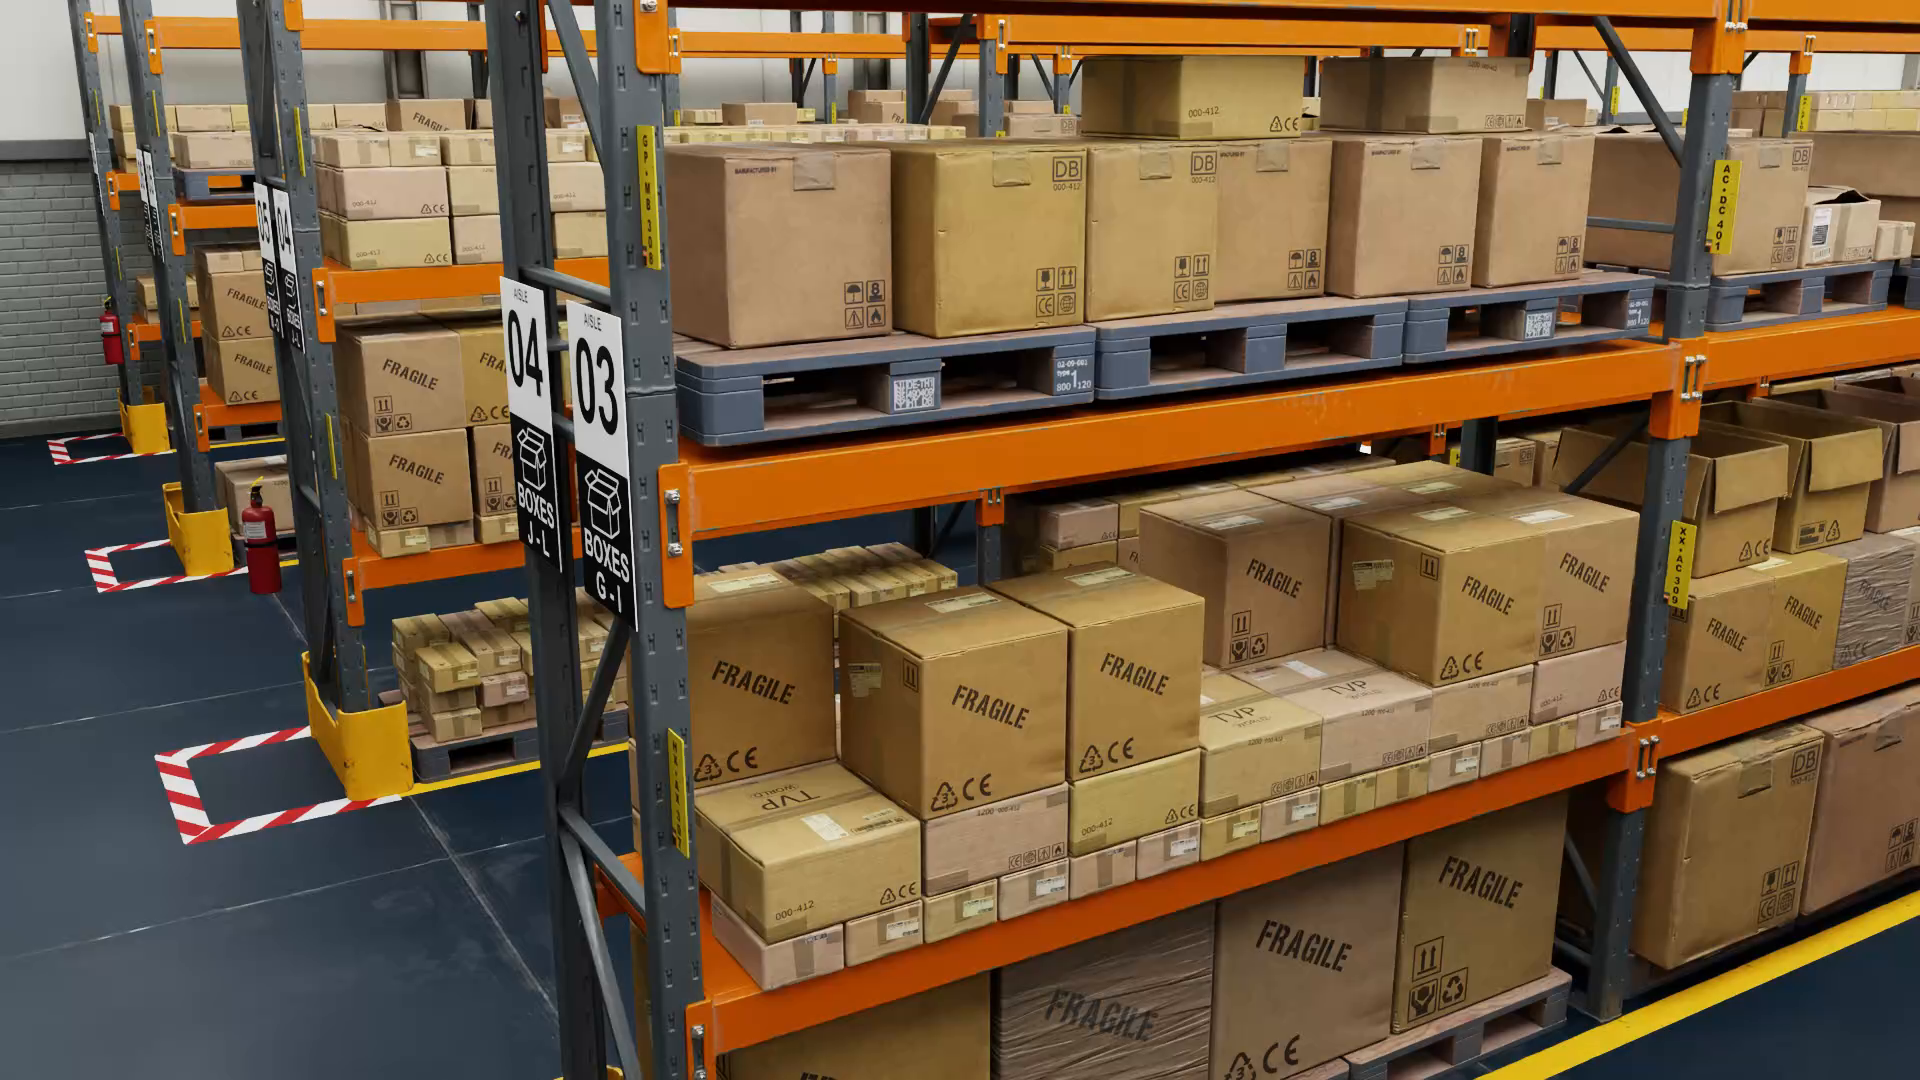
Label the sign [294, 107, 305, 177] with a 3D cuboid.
[{"bbox_3d":[-3.193,-1.924,8.039,0.005,0.325,0.100,-9,18,-30],"label":"sign"}]

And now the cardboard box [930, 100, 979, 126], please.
[{"bbox_3d":[-0.002,-3.941,15.889,0.500,0.500,0.700,-10,19,-32],"label":"cardboard box"}]

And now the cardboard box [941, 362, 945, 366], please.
[{"bbox_3d":[-0.308,-1.285,10.348,0.500,0.500,0.500,-10,18,-32],"label":"cardboard box"}]

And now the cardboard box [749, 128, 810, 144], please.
[{"bbox_3d":[-1.061,-2.292,9.583,0.250,0.149,0.380,-10,19,-32],"label":"cardboard box"}]

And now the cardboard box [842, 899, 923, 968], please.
[{"bbox_3d":[-0.312,1.089,4.932,0.250,0.149,0.380,-10,18,-31],"label":"cardboard box"}]

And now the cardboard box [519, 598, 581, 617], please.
[{"bbox_3d":[-2.494,0.459,10.116,0.250,0.149,0.380,-10,19,-32],"label":"cardboard box"}]

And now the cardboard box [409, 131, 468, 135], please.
[{"bbox_3d":[-2.858,-2.151,9.080,0.250,0.149,0.380,-10,18,-31],"label":"cardboard box"}]

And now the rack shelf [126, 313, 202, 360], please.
[{"bbox_3d":[-6.954,-2.395,18.229,4.000,0.370,1.077,-9,18,-30],"label":"rack shelf"}]

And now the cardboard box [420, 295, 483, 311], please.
[{"bbox_3d":[-4.247,-2.062,13.671,0.500,0.500,0.500,-9,18,-29],"label":"cardboard box"}]

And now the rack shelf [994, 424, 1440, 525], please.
[{"bbox_3d":[1.670,-0.672,12.082,4.000,0.370,1.077,-9,18,-30],"label":"rack shelf"}]

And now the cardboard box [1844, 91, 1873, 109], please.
[{"bbox_3d":[7.736,-3.853,14.564,0.250,0.149,0.380,-9,18,-30],"label":"cardboard box"}]

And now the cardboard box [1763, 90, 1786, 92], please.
[{"bbox_3d":[7.395,-4.004,15.105,0.250,0.149,0.380,-9,18,-30],"label":"cardboard box"}]

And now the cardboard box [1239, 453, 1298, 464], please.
[{"bbox_3d":[2.234,-0.546,12.763,0.500,0.250,0.500,-9,18,-30],"label":"cardboard box"}]

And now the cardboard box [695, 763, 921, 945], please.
[{"bbox_3d":[-0.455,0.902,4.861,0.500,0.250,0.500,-10,18,-31],"label":"cardboard box"}]

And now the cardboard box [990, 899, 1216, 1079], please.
[{"bbox_3d":[0.282,1.564,5.930,0.875,0.875,0.875,-9,18,-30],"label":"cardboard box"}]

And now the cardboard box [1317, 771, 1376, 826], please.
[{"bbox_3d":[1.230,0.839,5.824,0.250,0.149,0.380,-10,18,-31],"label":"cardboard box"}]

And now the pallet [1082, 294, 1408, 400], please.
[{"bbox_3d":[0.672,-0.700,5.458,1.213,0.211,1.003,-9,18,-30],"label":"pallet"}]

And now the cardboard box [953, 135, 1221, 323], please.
[{"bbox_3d":[0.376,-0.984,5.155,0.500,0.500,0.700,-11,19,-33],"label":"cardboard box"}]

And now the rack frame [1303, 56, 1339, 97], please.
[{"bbox_3d":[4.177,-5.872,18.186,0.127,3.000,1.000,-9,18,-30],"label":"rack frame"}]

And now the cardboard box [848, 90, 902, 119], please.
[{"bbox_3d":[-1.064,-5.363,20.777,0.500,0.500,0.500,-9,18,-29],"label":"cardboard box"}]

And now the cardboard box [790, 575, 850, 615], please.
[{"bbox_3d":[-0.886,0.352,10.497,0.250,0.149,0.380,-9,18,-28],"label":"cardboard box"}]

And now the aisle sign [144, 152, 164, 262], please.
[{"bbox_3d":[-6.021,-2.490,12.419,0.004,0.787,0.394,-9,18,-30],"label":"aisle sign"}]

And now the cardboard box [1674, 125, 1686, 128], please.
[{"bbox_3d":[6.167,-3.456,14.410,0.396,0.266,0.258,-10,18,-31],"label":"cardboard box"}]

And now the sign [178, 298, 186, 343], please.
[{"bbox_3d":[-5.828,-1.641,12.457,0.005,0.325,0.100,-9,18,-30],"label":"sign"}]

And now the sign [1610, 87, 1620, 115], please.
[{"bbox_3d":[7.875,-5.279,19.987,0.005,0.325,0.100,-9,18,-30],"label":"sign"}]

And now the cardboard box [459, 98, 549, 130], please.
[{"bbox_3d":[-3.820,-3.421,13.844,0.637,0.503,0.797,-8,17,-25],"label":"cardboard box"}]

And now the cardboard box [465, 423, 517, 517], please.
[{"bbox_3d":[-2.500,-0.454,9.237,0.500,0.500,0.500,-9,18,-30],"label":"cardboard box"}]

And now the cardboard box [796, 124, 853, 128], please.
[{"bbox_3d":[-0.855,-2.483,10.264,0.250,0.149,0.380,-9,18,-30],"label":"cardboard box"}]

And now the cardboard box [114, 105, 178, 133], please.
[{"bbox_3d":[-8.159,-4.223,16.661,0.500,0.250,0.500,-9,18,-30],"label":"cardboard box"}]

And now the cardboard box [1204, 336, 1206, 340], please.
[{"bbox_3d":[1.763,-1.461,12.151,0.250,0.149,0.380,-9,18,-28],"label":"cardboard box"}]

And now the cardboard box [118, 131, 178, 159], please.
[{"bbox_3d":[-8.147,-3.977,16.710,0.500,0.250,0.500,-9,18,-30],"label":"cardboard box"}]

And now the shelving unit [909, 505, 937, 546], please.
[{"bbox_3d":[0.006,-0.723,13.711,0.755,1.500,0.431,-9,18,-30],"label":"shelving unit"}]

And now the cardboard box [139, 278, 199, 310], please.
[{"bbox_3d":[-8.141,-2.535,17.123,0.500,0.250,0.500,-9,18,-29],"label":"cardboard box"}]

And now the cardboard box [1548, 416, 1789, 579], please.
[{"bbox_3d":[2.967,-0.200,7.024,0.637,0.503,0.797,-10,18,-31],"label":"cardboard box"}]

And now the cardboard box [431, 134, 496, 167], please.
[{"bbox_3d":[-2.580,-2.033,8.662,0.250,0.149,0.380,-9,18,-30],"label":"cardboard box"}]

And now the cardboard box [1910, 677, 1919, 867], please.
[{"bbox_3d":[4.482,0.899,8.302,0.875,0.875,1.225,-9,18,-30],"label":"cardboard box"}]

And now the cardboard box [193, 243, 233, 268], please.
[{"bbox_3d":[-5.904,-2.254,13.152,0.250,0.149,0.380,-9,18,-29],"label":"cardboard box"}]

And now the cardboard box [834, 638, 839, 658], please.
[{"bbox_3d":[-0.952,0.641,10.571,0.250,0.149,0.380,-10,18,-31],"label":"cardboard box"}]

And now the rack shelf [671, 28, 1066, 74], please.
[{"bbox_3d":[-0.966,-4.499,15.362,4.000,0.370,1.077,-9,18,-30],"label":"rack shelf"}]

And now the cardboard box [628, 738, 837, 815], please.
[{"bbox_3d":[-0.726,0.778,5.305,0.500,0.250,0.500,-10,18,-31],"label":"cardboard box"}]

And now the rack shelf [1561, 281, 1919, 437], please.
[{"bbox_3d":[4.138,-0.955,7.533,4.000,0.370,1.077,-9,18,-30],"label":"rack shelf"}]

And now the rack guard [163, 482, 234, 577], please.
[{"bbox_3d":[-6.129,-0.108,13.371,0.348,0.500,1.175,-9,18,-30],"label":"rack guard"}]

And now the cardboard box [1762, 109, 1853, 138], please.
[{"bbox_3d":[7.377,-3.621,14.477,0.500,0.250,0.500,-9,18,-29],"label":"cardboard box"}]

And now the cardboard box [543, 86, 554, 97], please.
[{"bbox_3d":[-4.803,-5.039,18.953,0.258,0.266,0.396,-9,18,-30],"label":"cardboard box"}]

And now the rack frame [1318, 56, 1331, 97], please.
[{"bbox_3d":[5.047,-7.576,24.265,0.127,3.000,1.000,-9,18,-30],"label":"rack frame"}]

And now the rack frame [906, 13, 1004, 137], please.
[{"bbox_3d":[-0.044,-3.629,10.183,0.127,3.000,1.000,-9,18,-30],"label":"rack frame"}]

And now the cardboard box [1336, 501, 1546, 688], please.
[{"bbox_3d":[1.736,0.184,6.034,0.500,0.500,0.500,-9,18,-29],"label":"cardboard box"}]

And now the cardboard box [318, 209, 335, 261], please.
[{"bbox_3d":[-3.219,-1.681,9.069,0.500,0.250,0.500,-10,18,-31],"label":"cardboard box"}]

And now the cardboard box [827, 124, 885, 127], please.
[{"bbox_3d":[-0.669,-2.531,10.435,0.250,0.149,0.380,-10,19,-32],"label":"cardboard box"}]

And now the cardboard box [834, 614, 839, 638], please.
[{"bbox_3d":[-0.862,0.498,10.527,0.250,0.149,0.380,-9,18,-29],"label":"cardboard box"}]

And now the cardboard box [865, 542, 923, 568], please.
[{"bbox_3d":[-0.446,0.144,11.241,0.250,0.149,0.380,-8,18,-27],"label":"cardboard box"}]

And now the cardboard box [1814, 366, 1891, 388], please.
[{"bbox_3d":[8.159,-1.229,15.895,0.875,0.875,0.875,-9,18,-29],"label":"cardboard box"}]

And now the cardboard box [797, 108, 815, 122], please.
[{"bbox_3d":[-1.953,-5.166,20.214,0.250,0.149,0.380,-9,18,-28],"label":"cardboard box"}]

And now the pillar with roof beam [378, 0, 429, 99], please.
[{"bbox_3d":[-4.084,-5.024,15.159,0.400,9.000,9.100,-9,18,-30],"label":"pillar with roof beam"}]

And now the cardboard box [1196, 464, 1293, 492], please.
[{"bbox_3d":[2.062,-0.360,12.102,0.500,0.250,0.500,-9,18,-28],"label":"cardboard box"}]
